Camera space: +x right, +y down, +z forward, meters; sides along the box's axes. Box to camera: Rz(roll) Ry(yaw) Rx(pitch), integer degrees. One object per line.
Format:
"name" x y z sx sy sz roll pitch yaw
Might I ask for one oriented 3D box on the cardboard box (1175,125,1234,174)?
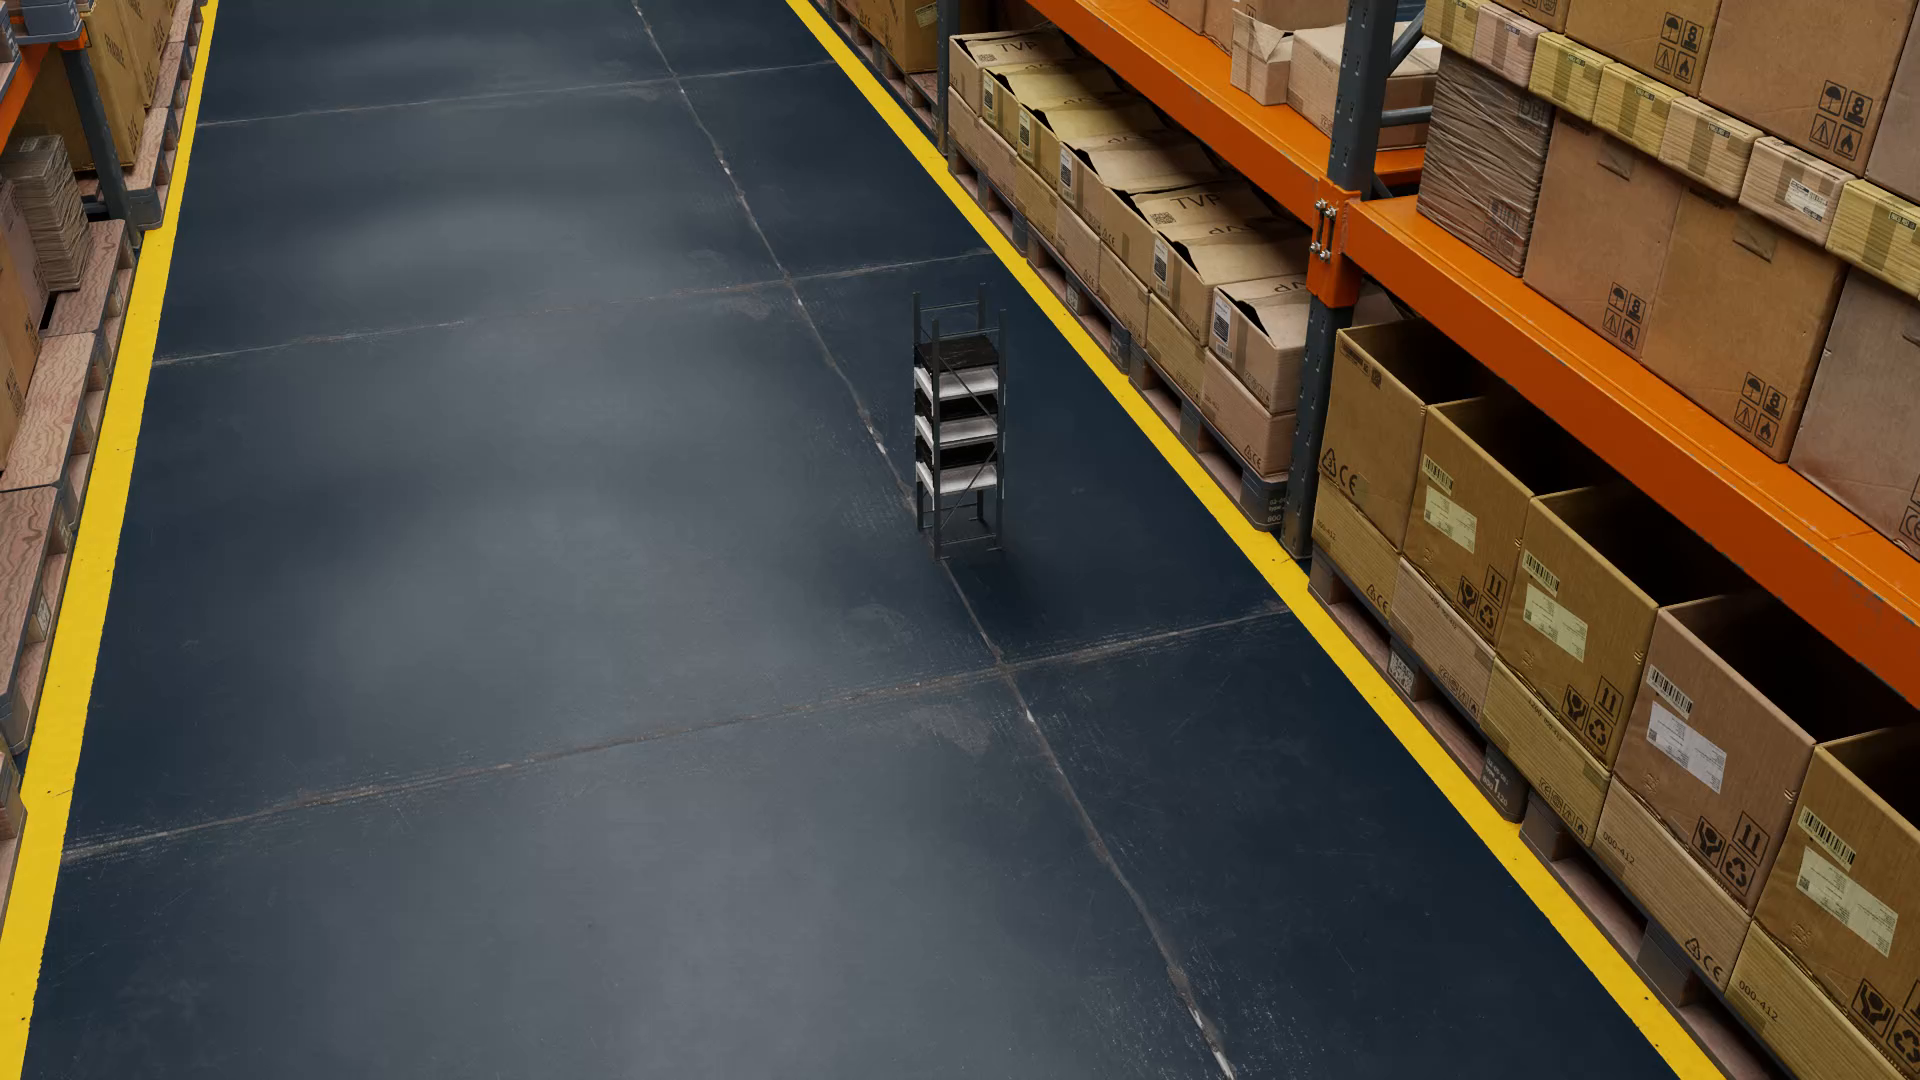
"cardboard box" 1.235 -1.619 7.084 0.500 0.311 0.500 -9 35 -13

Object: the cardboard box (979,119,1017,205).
"cardboard box" 0.409 -1.831 7.914 0.500 0.250 0.500 -11 35 -16

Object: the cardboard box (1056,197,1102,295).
"cardboard box" 0.729 -1.290 7.095 0.500 0.250 0.500 -9 35 -14

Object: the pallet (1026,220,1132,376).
"pallet" 0.957 -1.150 7.299 1.003 0.211 1.213 -10 35 -15

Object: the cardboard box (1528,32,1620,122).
"cardboard box" 1.649 -1.163 4.110 0.380 0.149 0.250 -11 35 -16

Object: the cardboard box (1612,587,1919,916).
"cardboard box" 1.897 0.451 3.779 0.500 0.500 0.500 -10 35 -15

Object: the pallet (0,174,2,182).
"pallet" -3.217 -0.802 4.417 1.003 0.211 1.213 -10 35 -15

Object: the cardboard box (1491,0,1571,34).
"cardboard box" 1.736 -1.642 4.247 0.700 0.500 0.500 -10 35 -15

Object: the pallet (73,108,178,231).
"pallet" -4.511 -1.820 8.312 1.003 0.211 1.213 -10 35 -15

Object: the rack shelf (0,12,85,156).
"rack shelf" -3.732 -1.206 5.507 1.077 0.370 4.000 -10 35 -15

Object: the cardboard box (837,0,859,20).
"cardboard box" -0.458 -3.530 10.239 0.500 0.500 0.500 -11 35 -17

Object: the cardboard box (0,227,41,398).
"cardboard box" -3.848 -0.782 6.080 0.700 0.500 0.500 -10 35 -15

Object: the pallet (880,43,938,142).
"pallet" 0.183 -2.626 9.533 1.003 0.211 1.213 -10 35 -15

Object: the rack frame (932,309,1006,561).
"rack frame" 0.029 -0.326 5.428 0.240 0.900 0.006 -10 35 -15

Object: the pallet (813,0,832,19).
"pallet" -0.562 -3.907 11.472 1.003 0.211 1.213 -10 35 -15

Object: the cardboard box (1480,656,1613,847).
"cardboard box" 1.742 0.502 4.383 0.500 0.250 0.500 -10 35 -15

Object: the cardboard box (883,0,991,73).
"cardboard box" -0.135 -2.984 9.413 0.500 0.500 0.500 -9 34 -13

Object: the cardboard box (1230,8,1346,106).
"cardboard box" 1.151 -1.666 5.672 0.396 0.266 0.258 -11 35 -16

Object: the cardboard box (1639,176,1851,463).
"cardboard box" 2.052 -0.561 3.788 0.700 0.500 0.500 -10 35 -14

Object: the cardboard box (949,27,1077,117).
"cardboard box" 0.254 -2.329 8.158 0.500 0.311 0.500 -9 34 -13

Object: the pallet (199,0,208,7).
"pallet" -5.720 -3.905 11.469 1.003 0.211 1.213 -10 35 -15

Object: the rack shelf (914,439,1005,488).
"rack shelf" -0.002 -0.277 5.576 0.258 0.077 0.200 -10 35 -15

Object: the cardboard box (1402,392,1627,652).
"cardboard box" 1.598 -0.075 4.575 0.500 0.500 0.500 -10 35 -15

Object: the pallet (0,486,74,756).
"pallet" -3.361 0.299 5.107 1.003 0.211 1.213 -10 35 -15

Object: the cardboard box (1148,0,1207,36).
"cardboard box" 1.062 -2.278 6.387 0.500 0.500 0.500 -10 35 -15

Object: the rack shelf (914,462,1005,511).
"rack shelf" -0.002 -0.202 5.626 0.258 0.077 0.200 -10 35 -15

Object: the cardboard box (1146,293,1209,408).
"cardboard box" 1.039 -0.754 6.284 0.500 0.250 0.500 -11 35 -15

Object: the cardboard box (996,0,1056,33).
"cardboard box" 0.508 -2.819 9.164 0.500 0.500 0.500 -9 34 -13

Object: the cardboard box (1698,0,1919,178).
"cardboard box" 2.043 -1.114 3.448 0.700 0.500 0.500 -10 35 -15

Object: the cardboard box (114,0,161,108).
"cardboard box" -4.703 -2.704 8.690 0.750 0.750 0.750 -10 35 -15

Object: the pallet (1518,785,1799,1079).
"pallet" 2.173 0.938 4.138 1.003 0.211 1.213 -10 35 -15

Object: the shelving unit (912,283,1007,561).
"shelving unit" -0.002 -0.380 5.508 0.258 0.900 0.210 -10 35 -15

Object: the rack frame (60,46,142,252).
"rack frame" -4.342 -2.556 6.898 1.000 3.000 0.127 -10 35 -15

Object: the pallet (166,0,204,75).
"pallet" -5.255 -3.101 10.251 1.003 0.211 1.213 -10 35 -15

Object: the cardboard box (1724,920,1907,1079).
"cardboard box" 2.051 1.026 3.589 0.500 0.250 0.500 -10 35 -15

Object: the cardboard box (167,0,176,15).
"cardboard box" -5.240 -3.615 10.070 0.750 0.750 0.750 -10 35 -14

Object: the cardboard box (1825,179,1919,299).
"cardboard box" 1.968 -0.617 3.284 0.380 0.149 0.250 -10 35 -15

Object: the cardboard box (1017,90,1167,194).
"cardboard box" 0.576 -1.786 7.337 0.500 0.311 0.500 -11 35 -16

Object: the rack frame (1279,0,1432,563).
"rack frame" 1.594 -1.291 4.983 1.000 3.000 0.127 -10 35 -15

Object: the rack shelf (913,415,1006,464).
"rack shelf" -0.002 -0.352 5.527 0.258 0.077 0.200 -10 35 -15

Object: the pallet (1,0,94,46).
"pallet" -4.023 -2.120 6.412 1.213 0.211 1.003 -10 35 -15

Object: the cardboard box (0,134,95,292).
"cardboard box" -4.073 -1.328 6.907 0.700 0.500 0.500 -10 35 -14

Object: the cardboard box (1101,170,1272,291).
"cardboard box" 0.883 -1.252 6.529 0.500 0.311 0.500 -10 35 -15

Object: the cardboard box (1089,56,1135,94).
"cardboard box" 0.933 -2.148 7.884 0.500 0.311 0.500 -11 35 -15

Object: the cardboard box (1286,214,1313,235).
"cardboard box" 1.558 -1.076 6.262 0.500 0.311 0.500 -10 35 -15

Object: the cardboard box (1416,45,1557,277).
"cardboard box" 1.736 -1.101 4.605 0.700 0.500 0.500 -11 35 -16

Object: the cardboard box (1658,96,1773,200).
"cardboard box" 1.805 -0.894 3.703 0.380 0.149 0.250 -11 35 -16

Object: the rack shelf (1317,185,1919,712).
"rack shelf" 2.204 0.059 3.593 1.077 0.370 4.000 -10 35 -15

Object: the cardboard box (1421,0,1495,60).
"cardboard box" 1.492 -1.430 4.514 0.380 0.149 0.250 -10 35 -15

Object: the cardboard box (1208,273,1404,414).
"cardboard box" 1.198 -0.718 5.720 0.500 0.311 0.500 -10 35 -15

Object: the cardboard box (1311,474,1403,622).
"cardboard box" 1.447 -0.025 5.180 0.500 0.250 0.500 -10 35 -15
